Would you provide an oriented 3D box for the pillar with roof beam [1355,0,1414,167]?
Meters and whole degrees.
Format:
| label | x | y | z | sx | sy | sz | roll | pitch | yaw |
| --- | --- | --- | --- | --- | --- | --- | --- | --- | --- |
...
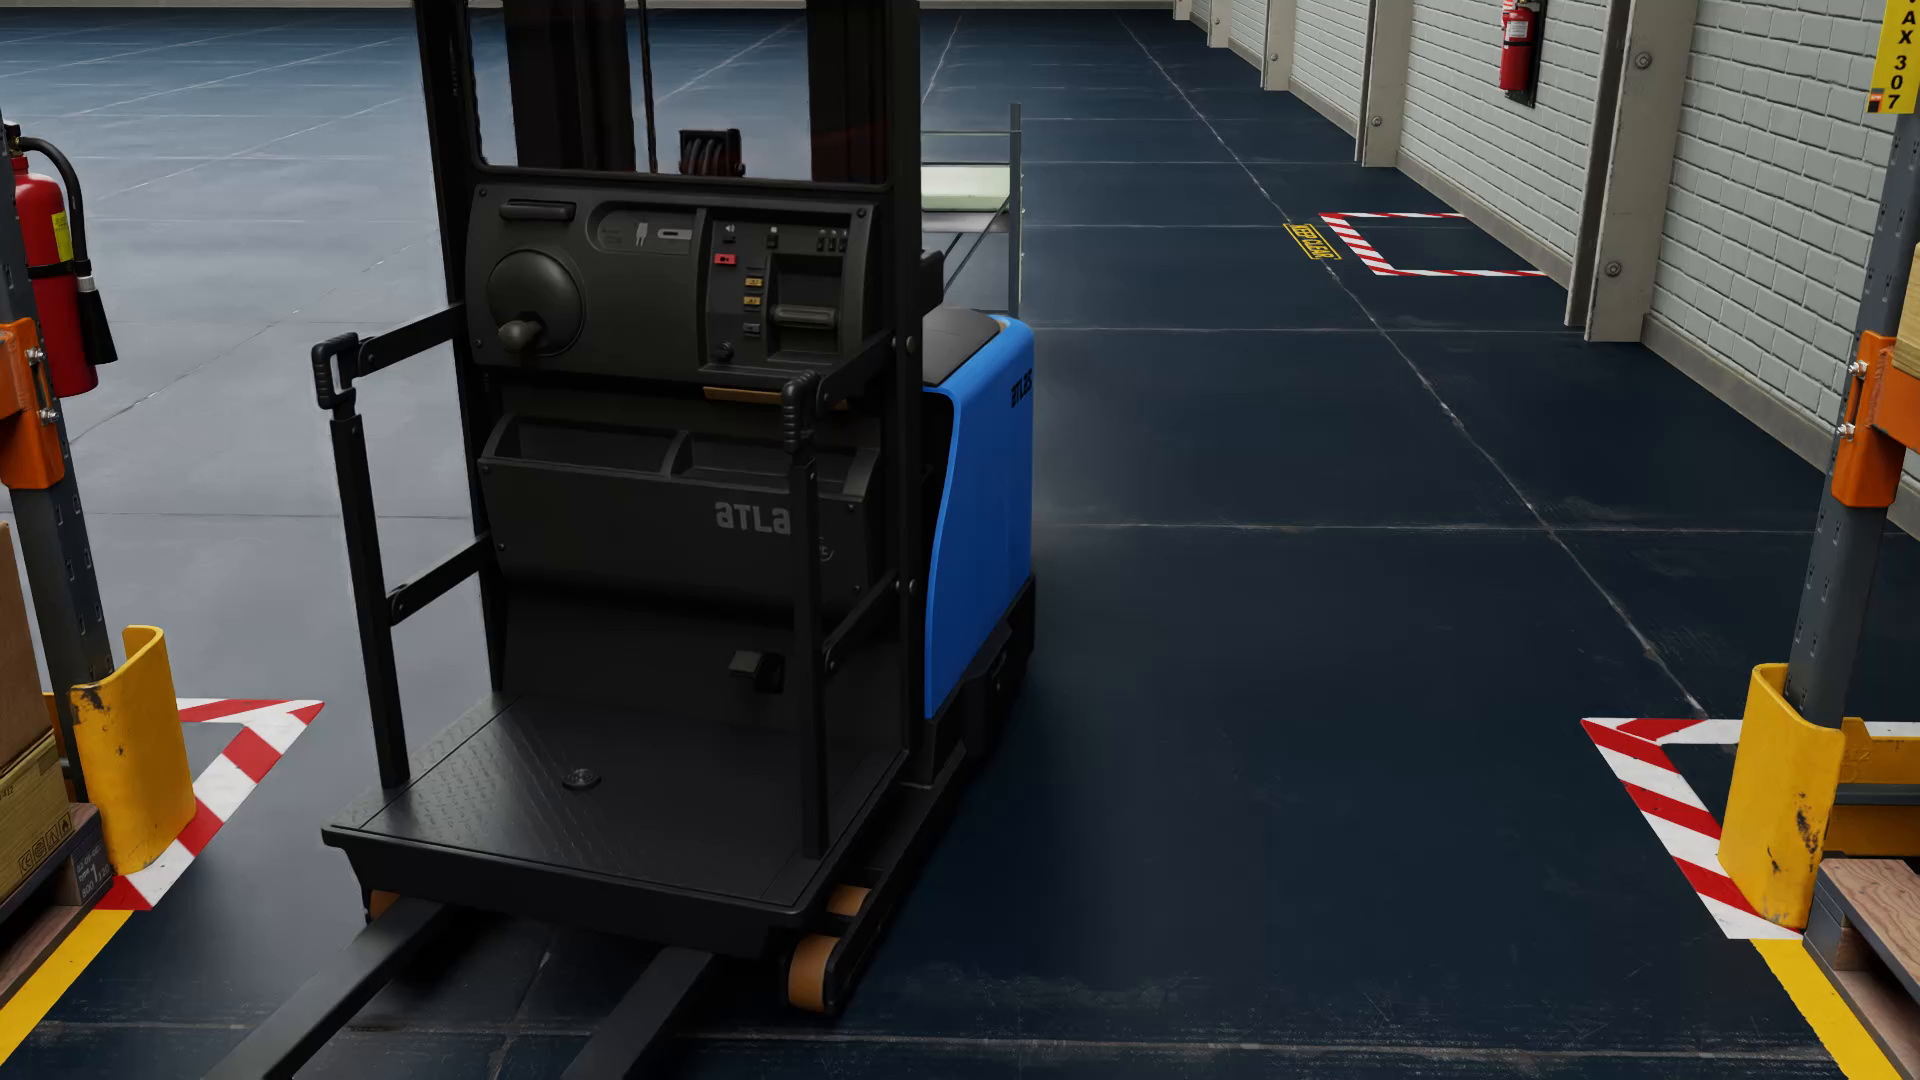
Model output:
| label | x | y | z | sx | sy | sz | roll | pitch | yaw |
| --- | --- | --- | --- | --- | --- | --- | --- | --- | --- |
| pillar with roof beam | -0.674 | -7.523 | 12.978 | 9.100 | 9.000 | 0.400 | 1 | 21 | 2 |

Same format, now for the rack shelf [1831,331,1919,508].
| label | x | y | z | sx | sy | sz | roll | pitch | yaw |
| --- | --- | --- | --- | --- | --- | --- | --- | --- | --- |
| rack shelf | 2.360 | 0.456 | 1.702 | 1.077 | 0.370 | 4.000 | 1 | 21 | 2 |

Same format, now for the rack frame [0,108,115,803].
| label | x | y | z | sx | sy | sz | roll | pitch | yaw |
| --- | --- | --- | --- | --- | --- | --- | --- | --- | --- |
| rack frame | -2.531 | -0.656 | 3.573 | 1.000 | 3.000 | 0.127 | 1 | 21 | 2 |

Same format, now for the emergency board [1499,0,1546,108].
| label | x | y | z | sx | sy | sz | roll | pitch | yaw |
| --- | --- | --- | --- | --- | --- | --- | --- | --- | --- |
| emergency board | 3.560 | -3.403 | 10.652 | 0.194 | 1.169 | 0.643 | 1 | 21 | 2 |

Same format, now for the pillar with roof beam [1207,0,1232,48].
| label | x | y | z | sx | sy | sz | roll | pitch | yaw |
| --- | --- | --- | --- | --- | --- | --- | --- | --- | --- |
| pillar with roof beam | -0.309 | -11.862 | 24.160 | 9.100 | 9.000 | 0.400 | 1 | 21 | 2 |

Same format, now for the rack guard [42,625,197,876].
| label | x | y | z | sx | sy | sz | roll | pitch | yaw |
| --- | --- | --- | --- | --- | --- | --- | --- | --- | --- |
| rack guard | -2.530 | 0.501 | 4.047 | 1.175 | 0.500 | 0.348 | 1 | 21 | 2 |

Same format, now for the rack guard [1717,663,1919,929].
| label | x | y | z | sx | sy | sz | roll | pitch | yaw |
| --- | --- | --- | --- | --- | --- | --- | --- | --- | --- |
| rack guard | 2.418 | 0.590 | 3.817 | 1.175 | 0.500 | 0.348 | 1 | 21 | 2 |

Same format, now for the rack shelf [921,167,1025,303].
| label | x | y | z | sx | sy | sz | roll | pitch | yaw |
| --- | --- | --- | --- | --- | --- | --- | --- | --- | --- |
| rack shelf | 0.000 | -1.065 | 5.623 | 0.431 | 0.370 | 0.720 | 1 | 21 | 2 |

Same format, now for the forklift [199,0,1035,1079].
| label | x | y | z | sx | sy | sz | roll | pitch | yaw |
| --- | --- | --- | --- | --- | --- | --- | --- | --- | --- |
| forklift | -0.690 | -0.536 | 3.359 | 1.130 | 2.935 | 3.031 | 6 | 22 | 16 |

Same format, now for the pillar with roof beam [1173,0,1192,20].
| label | x | y | z | sx | sy | sz | roll | pitch | yaw |
| --- | --- | --- | --- | --- | --- | --- | --- | --- | --- |
| pillar with roof beam | -0.127 | -14.031 | 29.751 | 9.100 | 9.000 | 0.400 | 1 | 21 | 2 |

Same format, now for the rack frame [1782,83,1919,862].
| label | x | y | z | sx | sy | sz | roll | pitch | yaw |
| --- | --- | --- | --- | --- | --- | --- | --- | --- | --- |
| rack frame | 2.420 | -0.603 | 3.436 | 1.000 | 3.000 | 0.127 | 1 | 21 | 2 |

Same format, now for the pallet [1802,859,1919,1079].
| label | x | y | z | sx | sy | sz | roll | pitch | yaw |
| --- | --- | --- | --- | --- | --- | --- | --- | --- | --- |
| pallet | 2.358 | 1.018 | 3.113 | 1.003 | 0.211 | 1.213 | 1 | 21 | 2 |

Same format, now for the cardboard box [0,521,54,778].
| label | x | y | z | sx | sy | sz | roll | pitch | yaw |
| --- | --- | --- | --- | --- | --- | --- | --- | --- | --- |
| cardboard box | -2.250 | 0.278 | 3.350 | 0.500 | 0.500 | 0.500 | 1 | 21 | 2 |

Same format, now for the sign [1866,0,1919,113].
| label | x | y | z | sx | sy | sz | roll | pitch | yaw |
| --- | --- | --- | --- | --- | --- | --- | --- | --- | --- |
| sign | 1.878 | -1.012 | 3.294 | 0.100 | 0.325 | 0.005 | 1 | 21 | 2 |

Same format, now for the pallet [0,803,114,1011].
| label | x | y | z | sx | sy | sz | roll | pitch | yaw |
| --- | --- | --- | --- | --- | --- | --- | --- | --- | --- |
| pallet | -2.512 | 0.921 | 3.363 | 1.003 | 0.211 | 1.213 | 1 | 21 | 2 |

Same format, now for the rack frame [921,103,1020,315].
| label | x | y | z | sx | sy | sz | roll | pitch | yaw |
| --- | --- | --- | --- | --- | --- | --- | --- | --- | --- |
| rack frame | 0.011 | -0.834 | 6.105 | 0.400 | 1.500 | 0.023 | 1 | 21 | 2 |

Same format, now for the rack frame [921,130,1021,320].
| label | x | y | z | sx | sy | sz | roll | pitch | yaw |
| --- | --- | --- | --- | --- | --- | --- | --- | --- | --- |
| rack frame | -0.011 | -0.569 | 5.423 | 0.400 | 1.500 | 0.023 | 1 | 21 | 2 |

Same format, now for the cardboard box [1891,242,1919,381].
| label | x | y | z | sx | sy | sz | roll | pitch | yaw |
| --- | --- | --- | --- | --- | --- | --- | --- | --- | --- |
| cardboard box | 2.088 | -0.369 | 3.014 | 0.500 | 0.250 | 0.500 | 0 | 21 | 0 |

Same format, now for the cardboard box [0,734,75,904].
| label | x | y | z | sx | sy | sz | roll | pitch | yaw |
| --- | --- | --- | --- | --- | --- | --- | --- | --- | --- |
| cardboard box | -2.252 | 0.627 | 3.486 | 0.500 | 0.250 | 0.500 | 1 | 21 | 2 |

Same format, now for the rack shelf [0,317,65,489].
| label | x | y | z | sx | sy | sz | roll | pitch | yaw |
| --- | --- | --- | --- | --- | --- | --- | --- | --- | --- |
| rack shelf | -2.592 | 0.403 | 1.839 | 1.077 | 0.370 | 4.000 | 1 | 21 | 2 |

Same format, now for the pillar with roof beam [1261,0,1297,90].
| label | x | y | z | sx | sy | sz | roll | pitch | yaw |
| --- | --- | --- | --- | --- | --- | --- | --- | --- | --- |
| pillar with roof beam | -0.492 | -9.693 | 18.569 | 9.100 | 9.000 | 0.400 | 1 | 21 | 2 |

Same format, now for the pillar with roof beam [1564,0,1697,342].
| label | x | y | z | sx | sy | sz | roll | pitch | yaw |
| --- | --- | --- | --- | --- | --- | --- | --- | --- | --- |
| pillar with roof beam | -0.857 | -5.354 | 7.387 | 9.100 | 9.000 | 0.400 | 1 | 21 | 2 |

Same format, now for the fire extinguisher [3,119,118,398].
| label | x | y | z | sx | sy | sz | roll | pitch | yaw |
| --- | --- | --- | --- | --- | --- | --- | --- | --- | --- |
| fire extinguisher | -2.063 | -0.658 | 3.684 | 0.296 | 0.674 | 0.183 | 1 | 21 | 2 |

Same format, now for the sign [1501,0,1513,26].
| label | x | y | z | sx | sy | sz | roll | pitch | yaw |
| --- | --- | --- | --- | --- | --- | --- | --- | --- | --- |
| sign | 3.679 | -3.618 | 11.158 | 0.001 | 0.329 | 0.234 | 1 | 21 | 2 |

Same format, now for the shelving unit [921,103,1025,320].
| label | x | y | z | sx | sy | sz | roll | pitch | yaw |
| --- | --- | --- | --- | --- | --- | --- | --- | --- | --- |
| shelving unit | 0.000 | -0.702 | 5.764 | 0.431 | 1.500 | 0.755 | 1 | 21 | 2 |
